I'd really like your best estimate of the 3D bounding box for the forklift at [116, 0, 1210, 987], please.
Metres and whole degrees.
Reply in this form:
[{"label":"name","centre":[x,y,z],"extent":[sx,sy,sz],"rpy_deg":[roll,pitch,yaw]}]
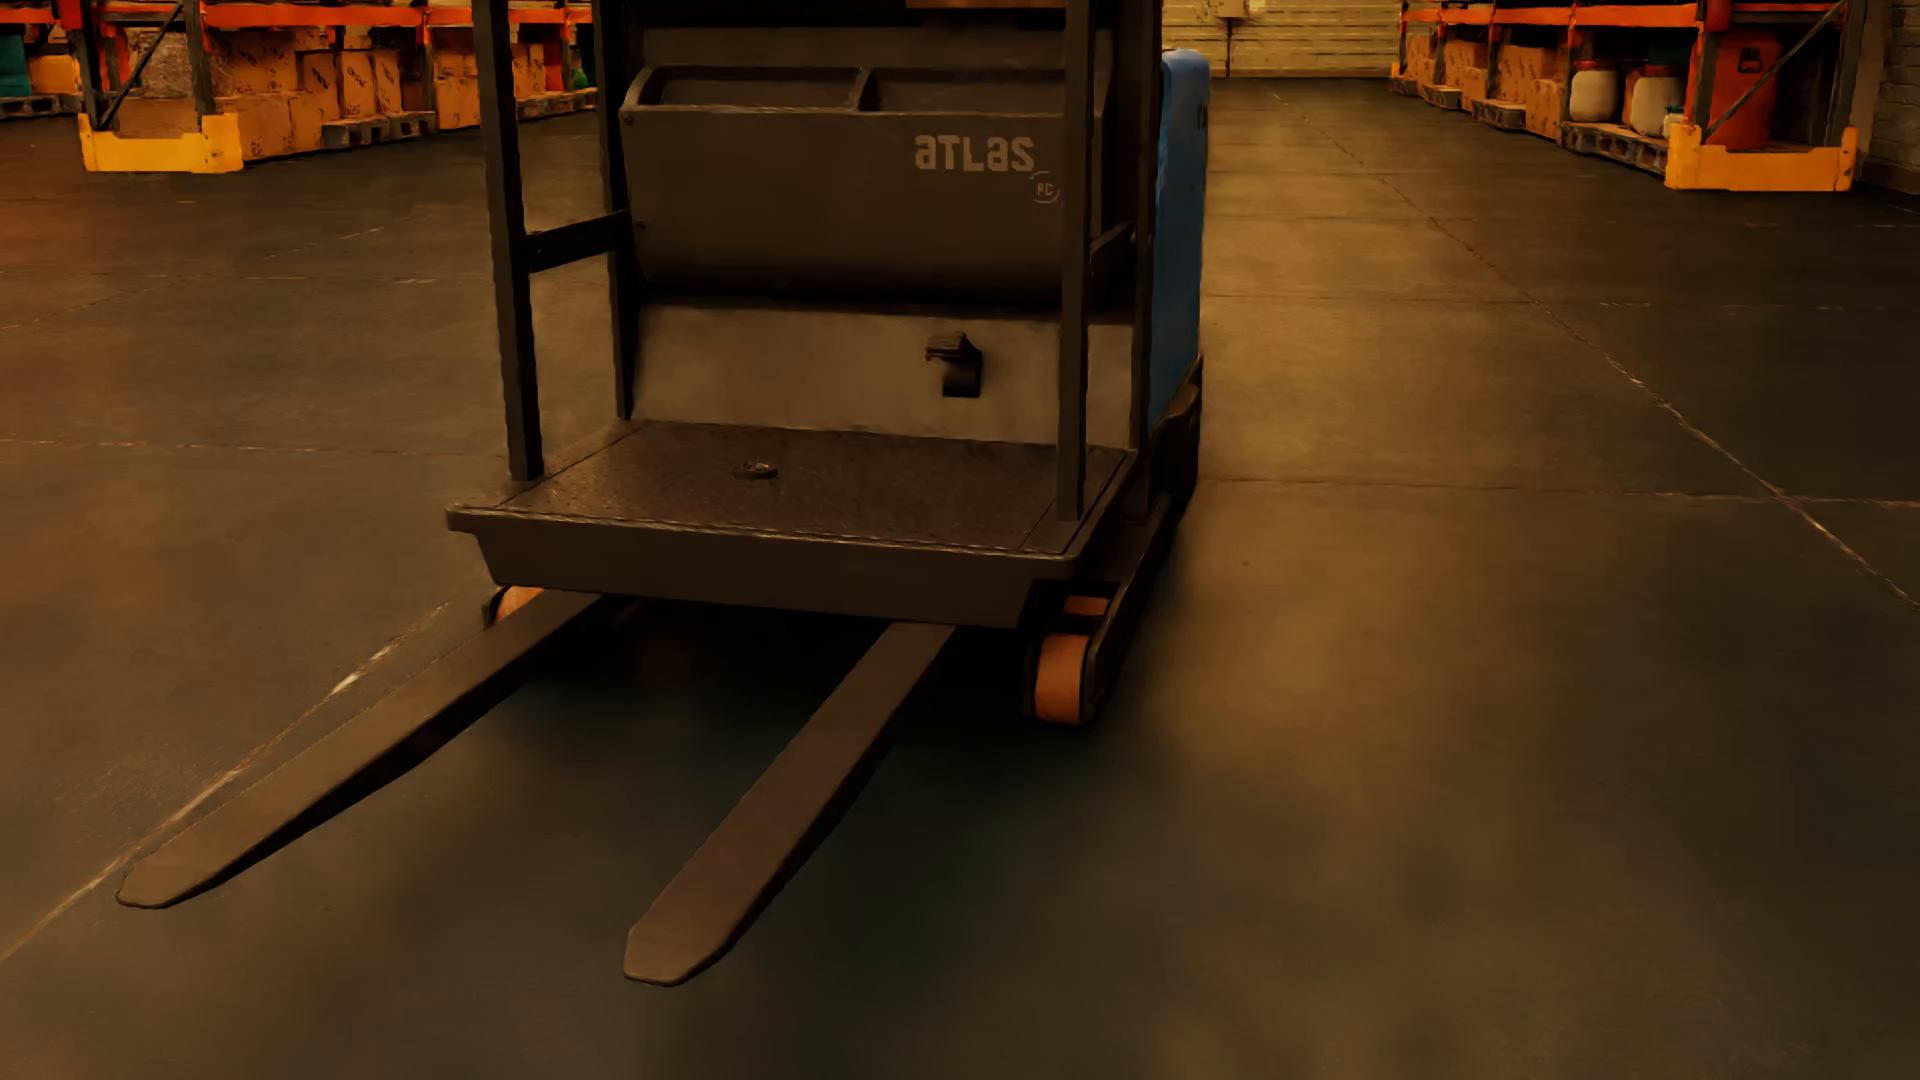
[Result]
[{"label":"forklift","centre":[-0.232,-1.206,2.776],"extent":[1.130,2.935,3.031],"rpy_deg":[4,18,14]}]
